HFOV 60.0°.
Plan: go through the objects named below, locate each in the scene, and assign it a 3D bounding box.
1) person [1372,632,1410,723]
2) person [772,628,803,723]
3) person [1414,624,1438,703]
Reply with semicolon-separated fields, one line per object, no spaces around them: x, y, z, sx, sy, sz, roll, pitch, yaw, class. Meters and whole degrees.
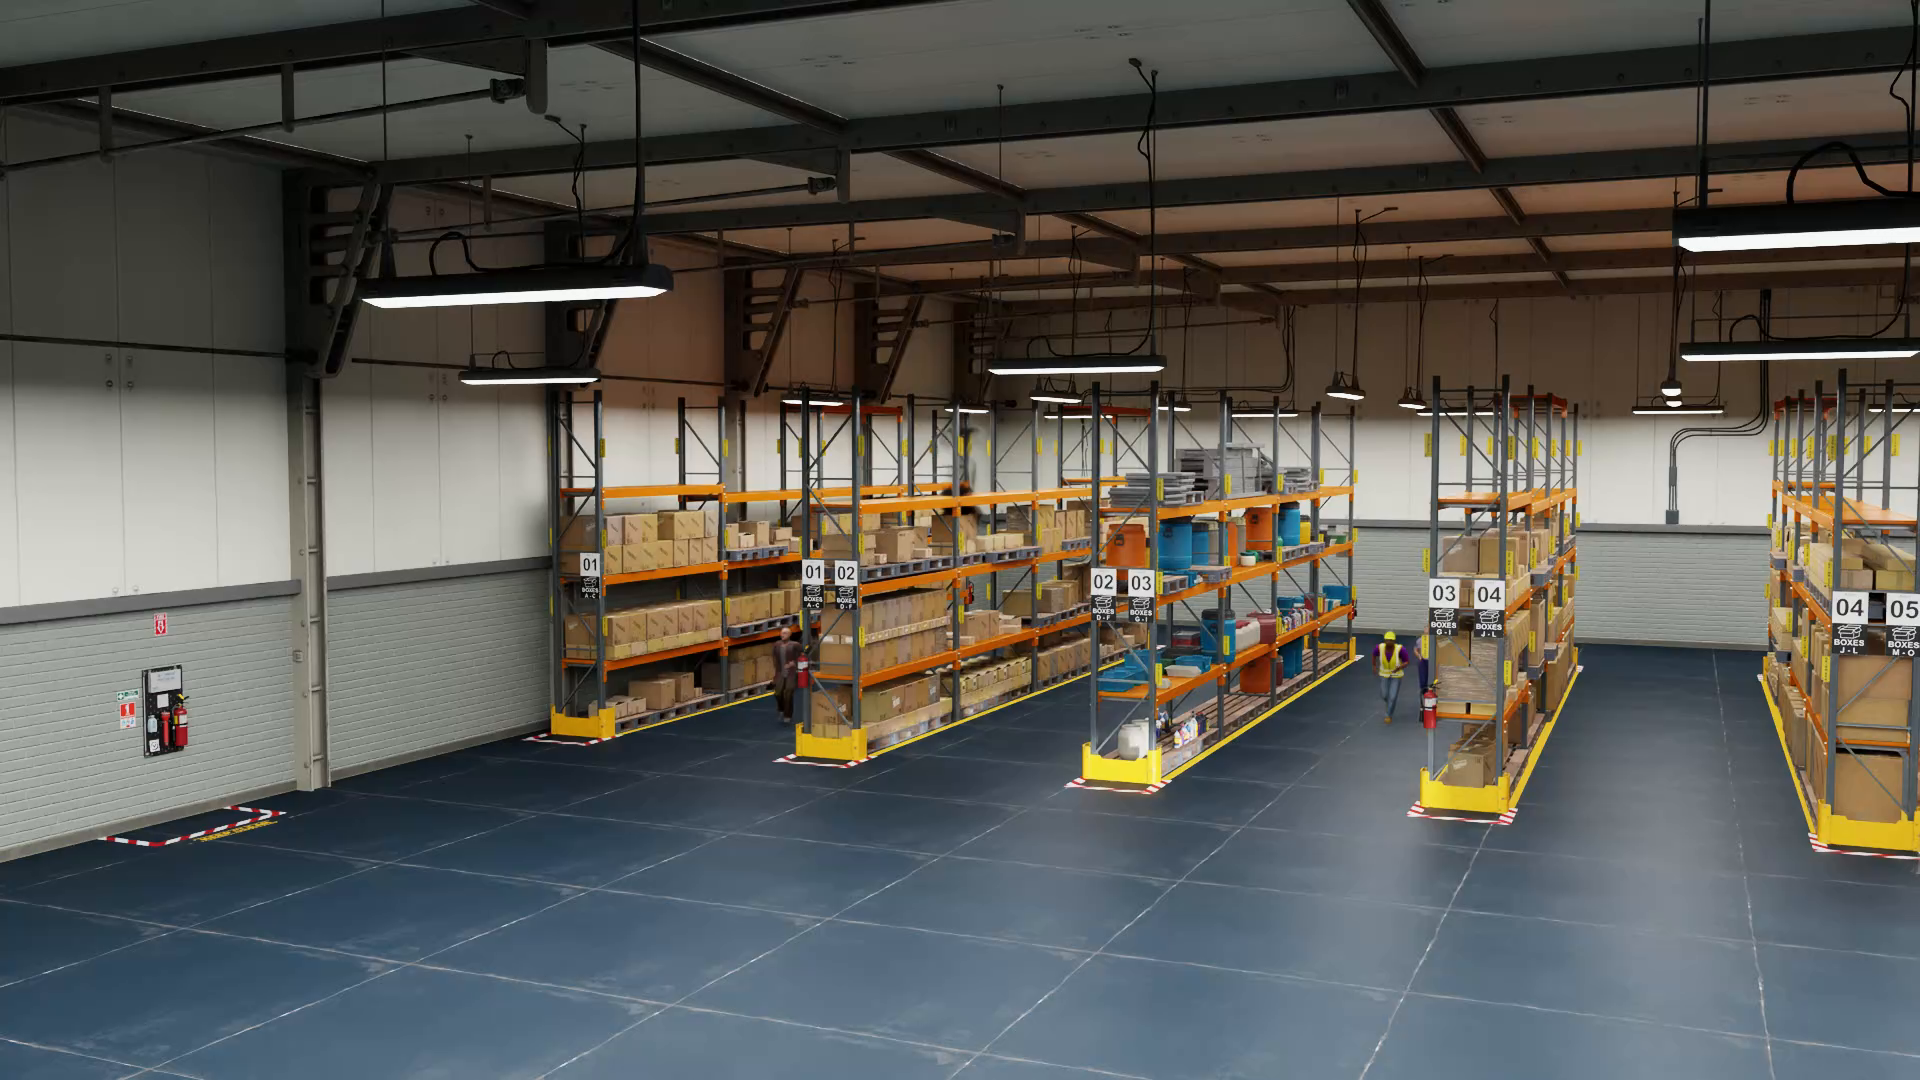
7.835;2.499;30.301;0.690;1.686;0.737;1;3;19;person
-3.154;2.460;30.106;0.687;1.747;0.665;1;3;12;person
9.029;2.432;32.065;0.600;1.608;0.530;2;4;30;person
